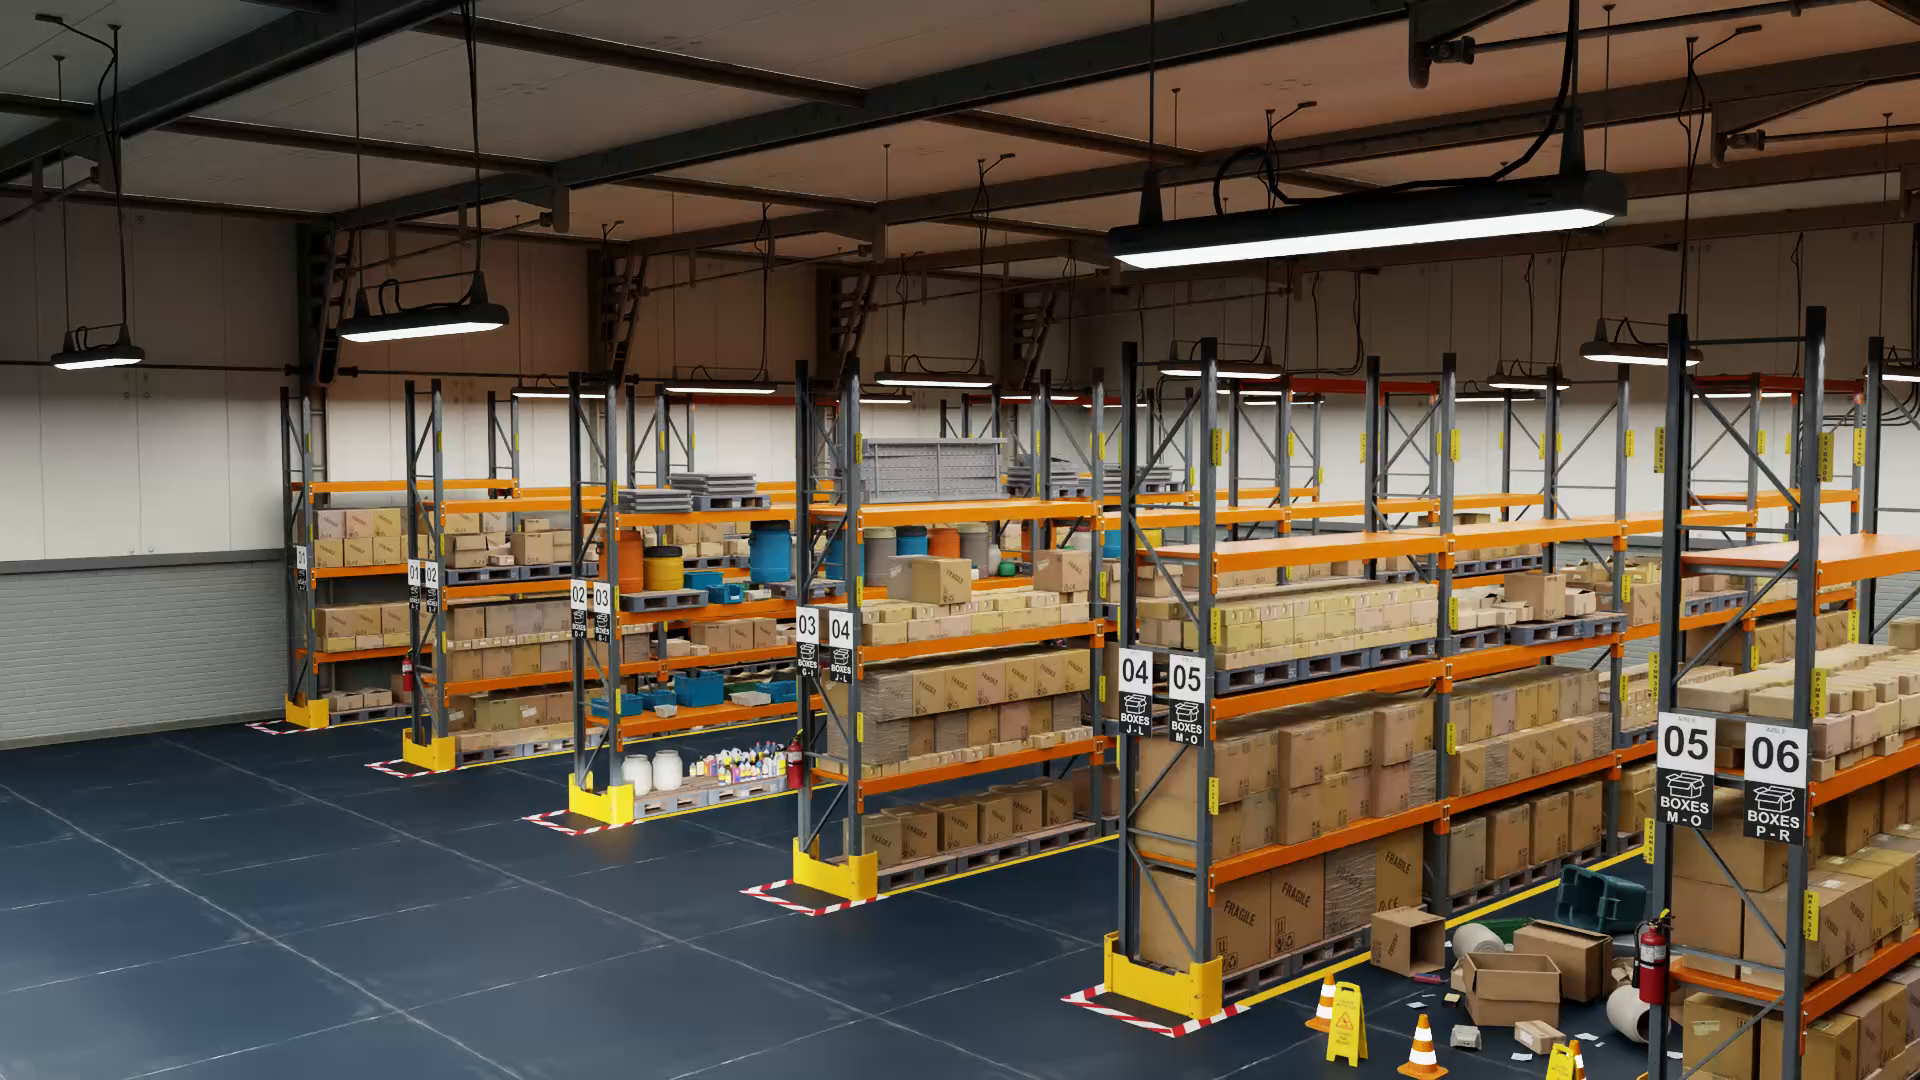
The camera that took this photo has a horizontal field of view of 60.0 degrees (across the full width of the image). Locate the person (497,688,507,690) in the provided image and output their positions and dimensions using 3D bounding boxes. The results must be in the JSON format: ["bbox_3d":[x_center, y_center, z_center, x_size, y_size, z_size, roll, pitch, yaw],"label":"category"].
[{"bbox_3d":[-8.082,2.479,29.463,0.446,1.643,0.557,2,4,24],"label":"person"}]
